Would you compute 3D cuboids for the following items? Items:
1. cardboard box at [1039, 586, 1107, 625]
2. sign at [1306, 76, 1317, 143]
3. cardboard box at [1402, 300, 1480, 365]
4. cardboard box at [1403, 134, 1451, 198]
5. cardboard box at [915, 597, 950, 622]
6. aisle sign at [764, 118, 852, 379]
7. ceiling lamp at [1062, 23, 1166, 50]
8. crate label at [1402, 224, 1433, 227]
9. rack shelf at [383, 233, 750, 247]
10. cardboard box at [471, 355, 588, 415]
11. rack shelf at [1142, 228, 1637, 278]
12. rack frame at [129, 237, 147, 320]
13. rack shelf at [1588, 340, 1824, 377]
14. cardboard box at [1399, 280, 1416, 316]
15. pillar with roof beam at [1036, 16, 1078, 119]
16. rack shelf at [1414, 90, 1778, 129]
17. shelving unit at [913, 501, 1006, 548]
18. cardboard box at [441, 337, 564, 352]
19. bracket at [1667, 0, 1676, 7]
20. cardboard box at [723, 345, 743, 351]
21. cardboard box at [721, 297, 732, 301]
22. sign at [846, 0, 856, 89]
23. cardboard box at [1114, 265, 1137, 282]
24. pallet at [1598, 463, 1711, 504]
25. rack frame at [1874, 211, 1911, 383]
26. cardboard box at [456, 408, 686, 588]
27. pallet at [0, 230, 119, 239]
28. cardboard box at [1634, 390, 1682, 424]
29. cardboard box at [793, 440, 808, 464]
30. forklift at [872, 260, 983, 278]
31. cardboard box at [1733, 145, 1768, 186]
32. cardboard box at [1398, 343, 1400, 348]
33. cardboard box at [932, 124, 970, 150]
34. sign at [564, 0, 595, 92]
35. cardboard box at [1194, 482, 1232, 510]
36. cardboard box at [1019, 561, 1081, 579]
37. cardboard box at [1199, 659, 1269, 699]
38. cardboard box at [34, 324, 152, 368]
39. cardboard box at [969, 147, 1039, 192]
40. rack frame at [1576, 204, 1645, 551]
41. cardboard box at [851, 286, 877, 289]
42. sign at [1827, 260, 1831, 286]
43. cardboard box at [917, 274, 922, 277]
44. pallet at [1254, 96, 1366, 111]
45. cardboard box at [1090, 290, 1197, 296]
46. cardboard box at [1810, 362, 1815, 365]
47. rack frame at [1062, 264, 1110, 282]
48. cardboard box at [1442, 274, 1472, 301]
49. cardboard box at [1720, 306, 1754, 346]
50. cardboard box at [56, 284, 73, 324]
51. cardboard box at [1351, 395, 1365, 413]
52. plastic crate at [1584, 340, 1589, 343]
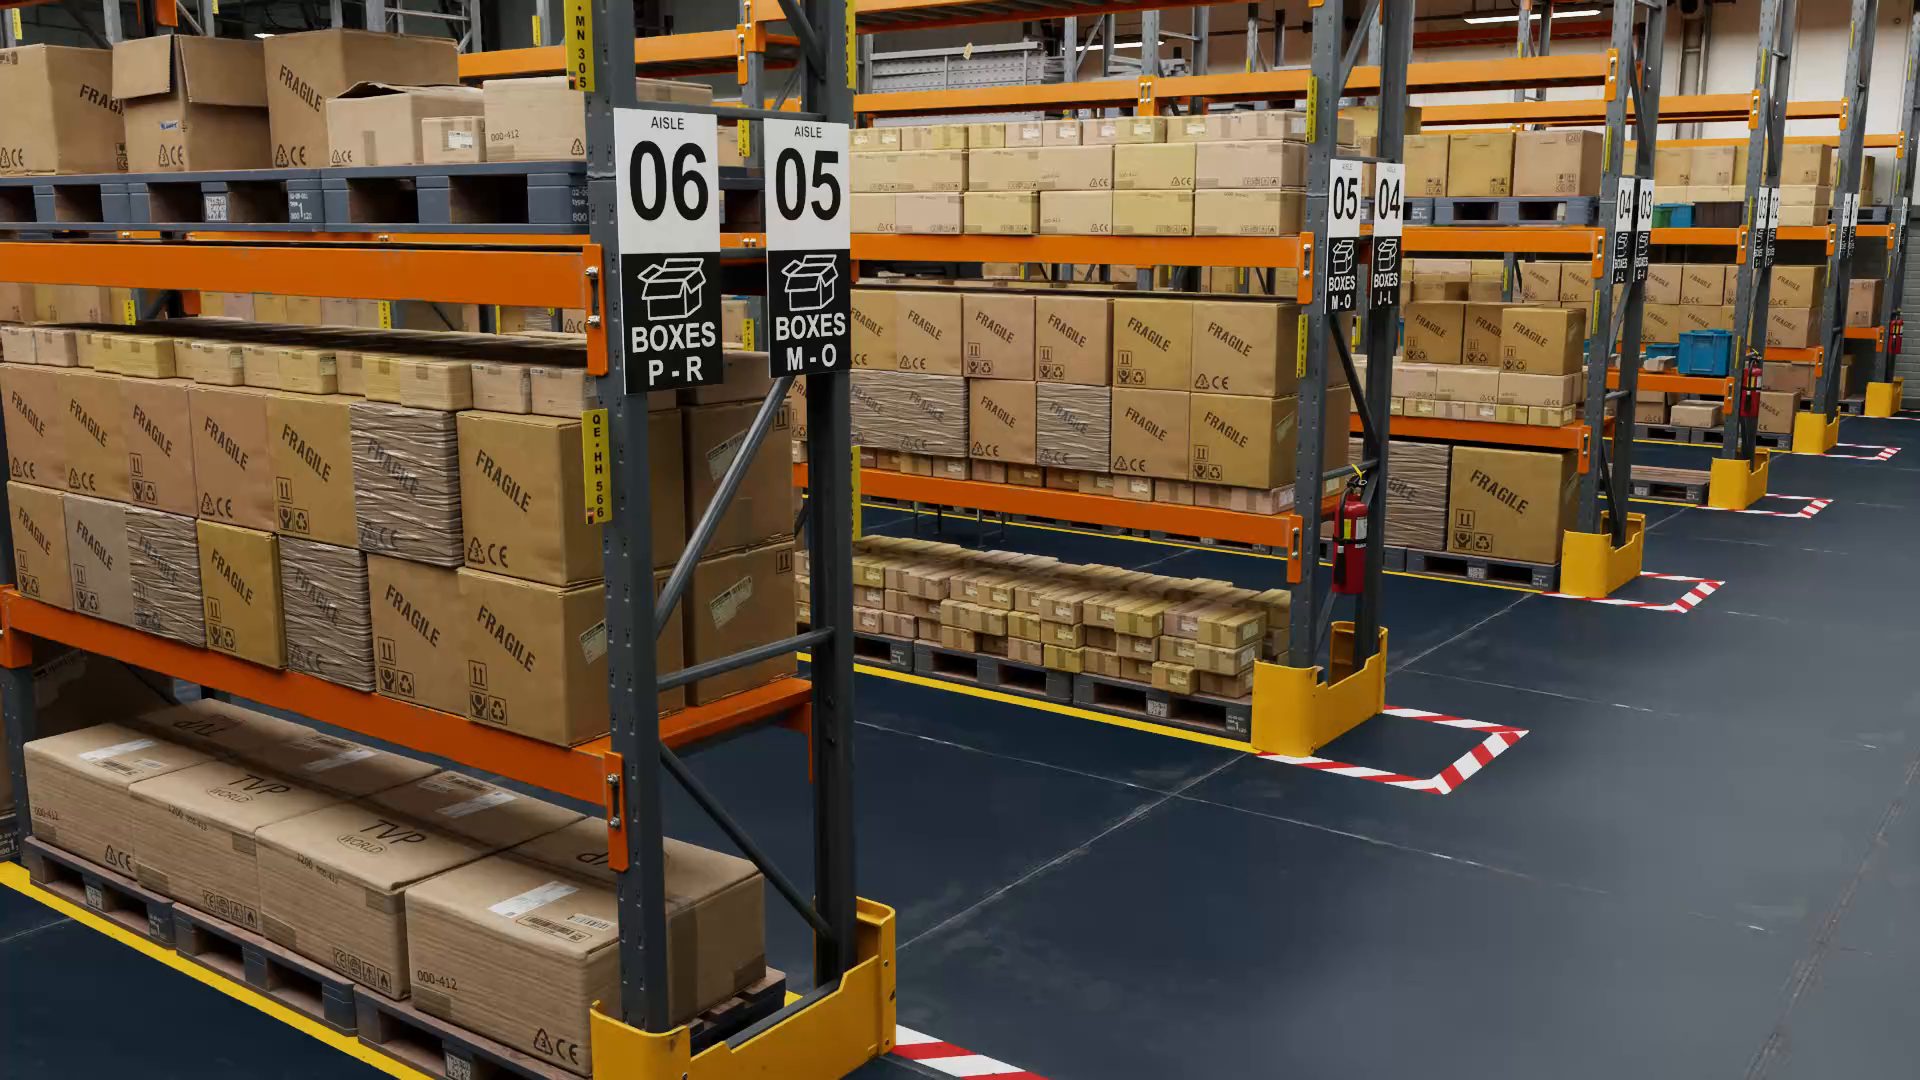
[{"bbox_3d":[0.693,0.397,10.135,0.250,0.149,0.380,9,14,38],"label":"cardboard box"},{"bbox_3d":[1.798,-2.201,8.503,0.005,0.325,0.100,8,13,36],"label":"sign"},{"bbox_3d":[4.109,-1.774,14.160,0.500,0.500,0.500,7,13,34],"label":"cardboard box"},{"bbox_3d":[3.882,-3.084,13.766,0.500,0.500,0.700,7,13,32],"label":"cardboard box"},{"bbox_3d":[-0.080,0.413,10.836,0.250,0.149,0.380,9,14,38],"label":"cardboard box"},{"bbox_3d":[-0.476,-0.920,5.264,0.004,0.787,0.394,8,13,36],"label":"aisle sign"},{"bbox_3d":[2.514,-10.145,28.632,2.000,3.185,0.800,8,13,36],"label":"ceiling lamp"},{"bbox_3d":[5.091,-3.576,18.636,0.466,0.136,0.293,8,13,36],"label":"crate label"},{"bbox_3d":[-2.693,-2.171,12.569,4.000,0.370,1.077,8,13,36],"label":"rack shelf"},{"bbox_3d":[-1.332,-0.500,5.336,0.250,0.149,0.380,8,14,37],"label":"cardboard box"},{"bbox_3d":[3.548,-2.469,14.111,4.000,0.370,1.077,8,13,36],"label":"rack shelf"},{"bbox_3d":[-7.529,-1.726,16.273,0.127,3.000,1.000,8,13,36],"label":"rack frame"},{"bbox_3d":[9.415,-2.512,22.233,4.000,0.370,1.077,8,13,36],"label":"rack shelf"},{"bbox_3d":[6.342,-3.535,24.255,0.500,0.500,0.700,4,12,21],"label":"cardboard box"},{"bbox_3d":[-0.412,-7.538,30.524,0.548,9.000,9.100,8,13,36],"label":"pillar with roof beam"},{"bbox_3d":[6.480,-4.503,17.784,4.000,0.370,1.077,8,13,36],"label":"rack shelf"},{"bbox_3d":[-0.005,-0.737,15.111,0.755,1.500,0.431,8,13,36],"label":"shelving unit"},{"bbox_3d":[-1.689,-0.662,6.170,0.250,0.149,0.380,8,14,36],"label":"cardboard box"},{"bbox_3d":[11.263,-8.608,26.575,0.430,0.232,0.235,8,13,36],"label":"bracket"},{"bbox_3d":[-1.560,-1.376,12.452,0.250,0.149,0.380,8,14,36],"label":"cardboard box"},{"bbox_3d":[-3.060,-2.550,19.155,0.637,0.503,0.797,10,15,41],"label":"cardboard box"},{"bbox_3d":[-0.372,-1.632,5.383,0.005,0.325,0.100,8,13,36],"label":"sign"},{"bbox_3d":[3.314,-5.114,32.155,0.500,0.500,0.500,8,13,35],"label":"cardboard box"},{"bbox_3d":[7.450,-0.612,17.860,1.213,0.211,1.003,8,13,36],"label":"pallet"},{"bbox_3d":[13.956,-3.399,24.925,0.127,3.000,1.000,8,13,36],"label":"rack frame"},{"bbox_3d":[-1.235,-0.165,5.311,0.500,0.500,0.500,9,14,37],"label":"cardboard box"},{"bbox_3d":[-4.698,-1.531,7.875,1.217,0.209,0.805,7,13,33],"label":"pallet"},{"bbox_3d":[9.320,-1.870,22.434,0.637,0.503,0.797,8,13,36],"label":"cardboard box"},{"bbox_3d":[-1.047,-0.621,11.224,0.250,0.149,0.380,9,14,38],"label":"cardboard box"},{"bbox_3d":[-0.563,-2.126,18.524,3.031,2.935,1.130,-5,12,-25],"label":"forklift"},{"bbox_3d":[10.250,-4.778,21.256,0.500,0.500,0.700,8,13,36],"label":"cardboard box"},{"bbox_3d":[8.023,-3.347,29.207,0.750,0.750,0.750,8,13,35],"label":"cardboard box"},{"bbox_3d":[0.041,-2.442,10.105,0.250,0.149,0.380,9,14,38],"label":"cardboard box"},{"bbox_3d":[-1.038,-1.394,4.540,0.005,0.325,0.100,8,13,36],"label":"sign"},{"bbox_3d":[1.534,-0.280,9.463,0.250,0.149,0.380,8,13,35],"label":"cardboard box"},{"bbox_3d":[0.590,0.255,10.866,0.250,0.149,0.380,8,14,36],"label":"cardboard box"},{"bbox_3d":[1.595,0.790,9.671,0.250,0.149,0.380,8,14,36],"label":"cardboard box"},{"bbox_3d":[-3.613,-0.814,6.957,0.250,0.149,0.380,8,14,36],"label":"cardboard box"},{"bbox_3d":[0.397,-2.208,9.946,0.500,0.250,0.500,7,13,33],"label":"cardboard box"},{"bbox_3d":[5.160,-1.125,13.165,0.127,3.000,1.000,8,13,36],"label":"rack frame"},{"bbox_3d":[-0.862,-1.424,11.036,0.500,0.500,0.500,8,14,37],"label":"cardboard box"},{"bbox_3d":[10.682,-3.282,20.435,0.005,0.325,0.100,8,13,36],"label":"sign"},{"bbox_3d":[-0.641,-4.585,29.084,0.250,0.149,0.380,8,13,35],"label":"cardboard box"},{"bbox_3d":[4.183,-5.077,19.352,1.213,0.211,1.003,8,13,36],"label":"pallet"},{"bbox_3d":[1.121,-1.271,10.246,0.500,0.500,0.500,8,13,34],"label":"cardboard box"},{"bbox_3d":[13.121,-2.747,25.319,0.250,0.149,0.380,8,13,35],"label":"cardboard box"},{"bbox_3d":[1.644,-2.782,21.734,0.127,3.000,1.000,8,13,36],"label":"rack frame"},{"bbox_3d":[8.564,-4.294,28.448,0.500,0.500,0.500,8,13,35],"label":"cardboard box"},{"bbox_3d":[10.084,-2.756,21.336,0.500,0.500,0.500,8,14,36],"label":"cardboard box"},{"bbox_3d":[-8.672,-2.502,17.048,0.550,0.550,0.875,8,13,36],"label":"cardboard box"},{"bbox_3d":[3.446,-1.163,14.024,0.250,0.149,0.380,8,14,37],"label":"cardboard box"},{"bbox_3d":[6.784,-2.090,18.439,0.300,0.233,0.416,8,13,36],"label":"plastic crate"}]
